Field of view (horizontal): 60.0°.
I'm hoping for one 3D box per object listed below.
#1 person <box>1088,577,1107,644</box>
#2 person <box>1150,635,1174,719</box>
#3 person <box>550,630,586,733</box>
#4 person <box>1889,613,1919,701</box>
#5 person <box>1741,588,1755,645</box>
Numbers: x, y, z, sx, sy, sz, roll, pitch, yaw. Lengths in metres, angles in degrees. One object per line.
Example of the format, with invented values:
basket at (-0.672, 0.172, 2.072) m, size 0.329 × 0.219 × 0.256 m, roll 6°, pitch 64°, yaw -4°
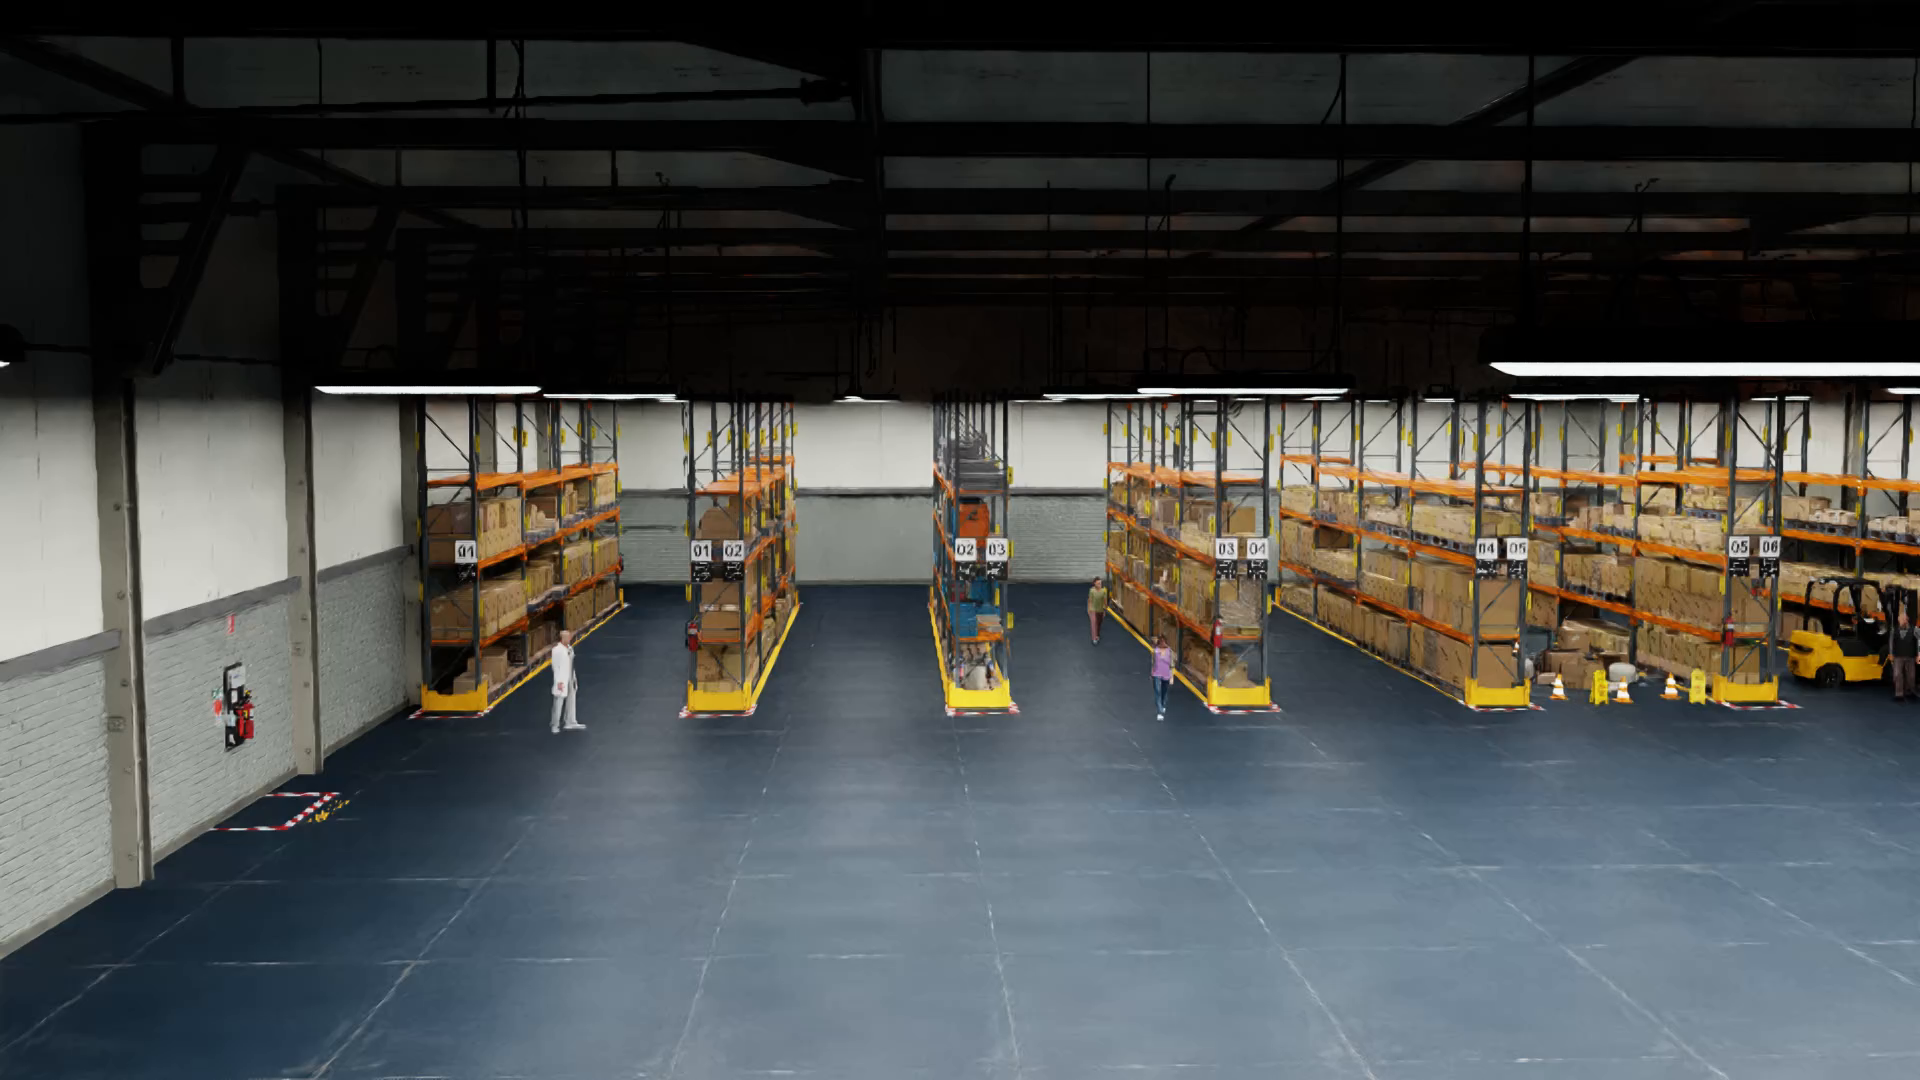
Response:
person at (3.306, 1.670, 39.812) m, size 0.445 × 1.584 × 1.098 m, roll 0°, pitch 5°, yaw -5°
person at (3.705, 2.475, 30.410) m, size 0.414 × 1.525 × 1.034 m, roll 0°, pitch 5°, yaw -3°
person at (-6.897, 2.451, 29.021) m, size 0.477 × 1.781 × 0.676 m, roll 2°, pitch 5°, yaw 19°
person at (18.292, 2.253, 32.195) m, size 0.559 × 1.704 × 0.568 m, roll 3°, pitch 6°, yaw 35°
person at (16.821, 1.912, 35.605) m, size 0.489 × 1.787 × 0.608 m, roll 2°, pitch 5°, yaw 28°
